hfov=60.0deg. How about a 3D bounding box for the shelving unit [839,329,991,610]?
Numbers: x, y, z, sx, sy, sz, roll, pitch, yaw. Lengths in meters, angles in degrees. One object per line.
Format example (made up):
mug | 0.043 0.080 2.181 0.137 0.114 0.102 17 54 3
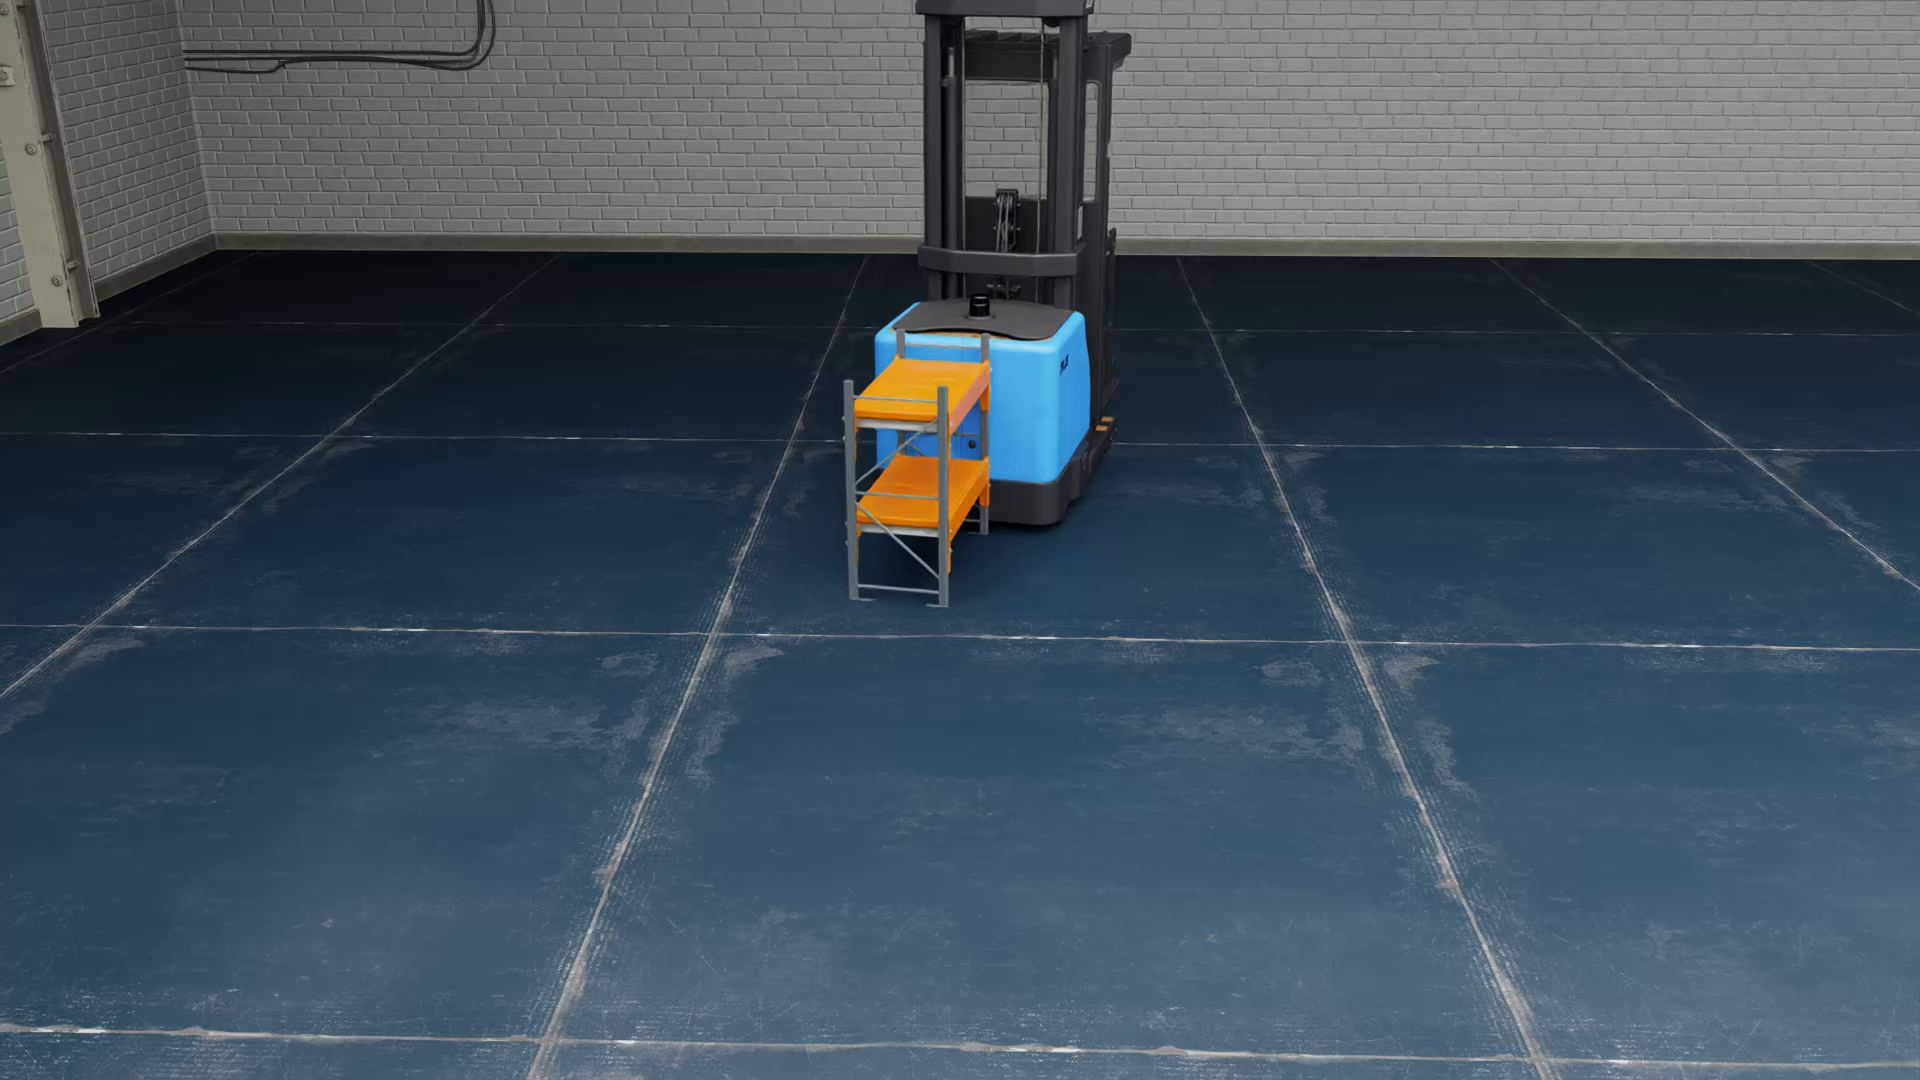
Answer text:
shelving unit | -0.206 -0.385 8.467 0.538 1.125 1.048 5 22 12

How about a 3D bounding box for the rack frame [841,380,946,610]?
rack frame | -0.316 -0.206 8.005 0.500 1.125 0.032 5 22 12

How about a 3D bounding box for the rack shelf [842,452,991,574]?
rack shelf | -0.206 -0.157 8.556 0.538 0.278 1.000 5 22 12

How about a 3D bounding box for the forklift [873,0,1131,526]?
forklift | 0.384 -1.943 9.984 1.130 2.935 3.031 5 22 14

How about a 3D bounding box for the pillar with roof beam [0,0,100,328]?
pillar with roof beam | -3.004 -5.941 11.900 9.100 9.000 0.400 1 21 2

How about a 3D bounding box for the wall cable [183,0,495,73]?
wall cable | -5.896 -5.591 15.292 3.097 2.526 0.112 1 21 2

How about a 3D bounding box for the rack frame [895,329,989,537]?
rack frame | -0.095 -0.565 8.930 0.500 1.125 0.032 5 22 12

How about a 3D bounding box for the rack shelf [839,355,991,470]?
rack shelf | -0.206 -0.658 8.361 0.538 0.278 1.000 5 22 12
